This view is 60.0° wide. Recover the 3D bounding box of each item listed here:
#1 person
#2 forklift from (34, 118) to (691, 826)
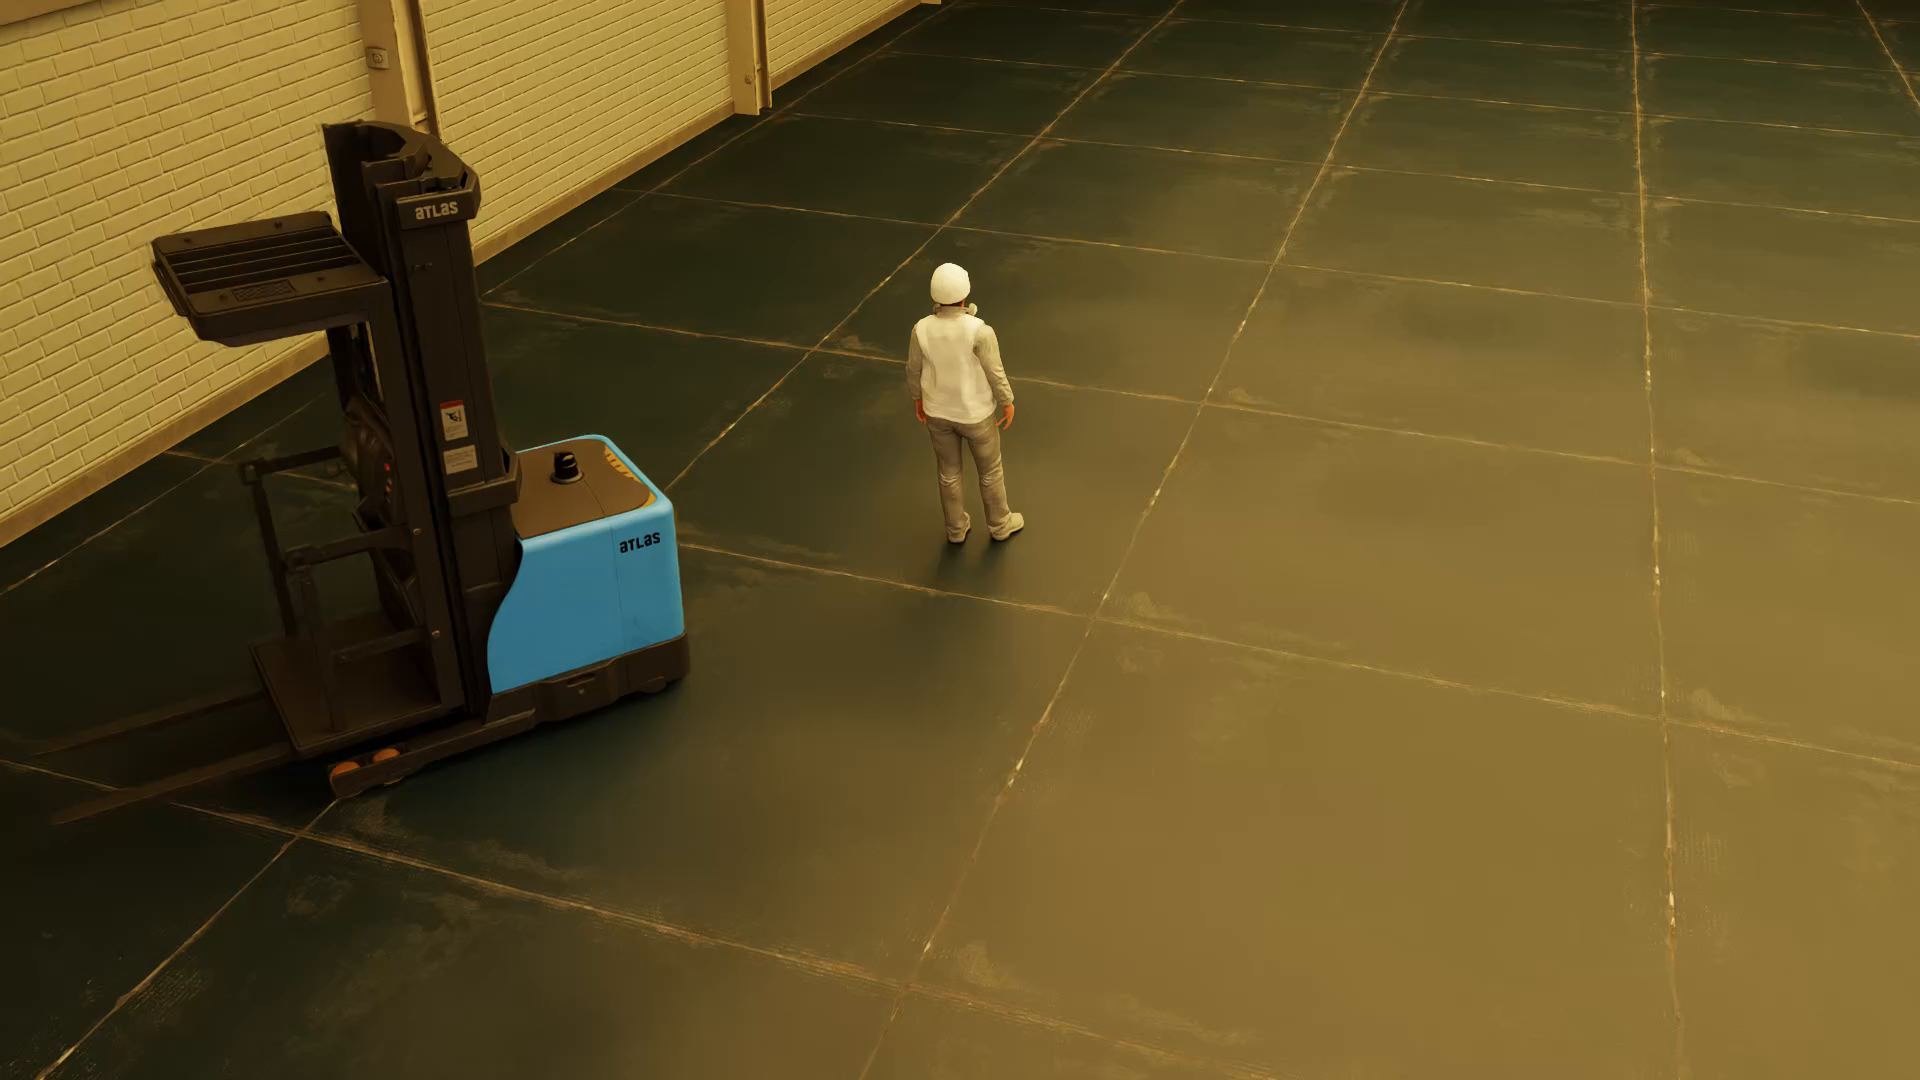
[{"bbox_3d":[0.028,-0.805,9.702,0.632,1.773,0.568,10,31,16],"label":"person"},{"bbox_3d":[-2.942,-0.344,7.739,3.031,2.935,1.130,-17,34,-27],"label":"forklift"}]
